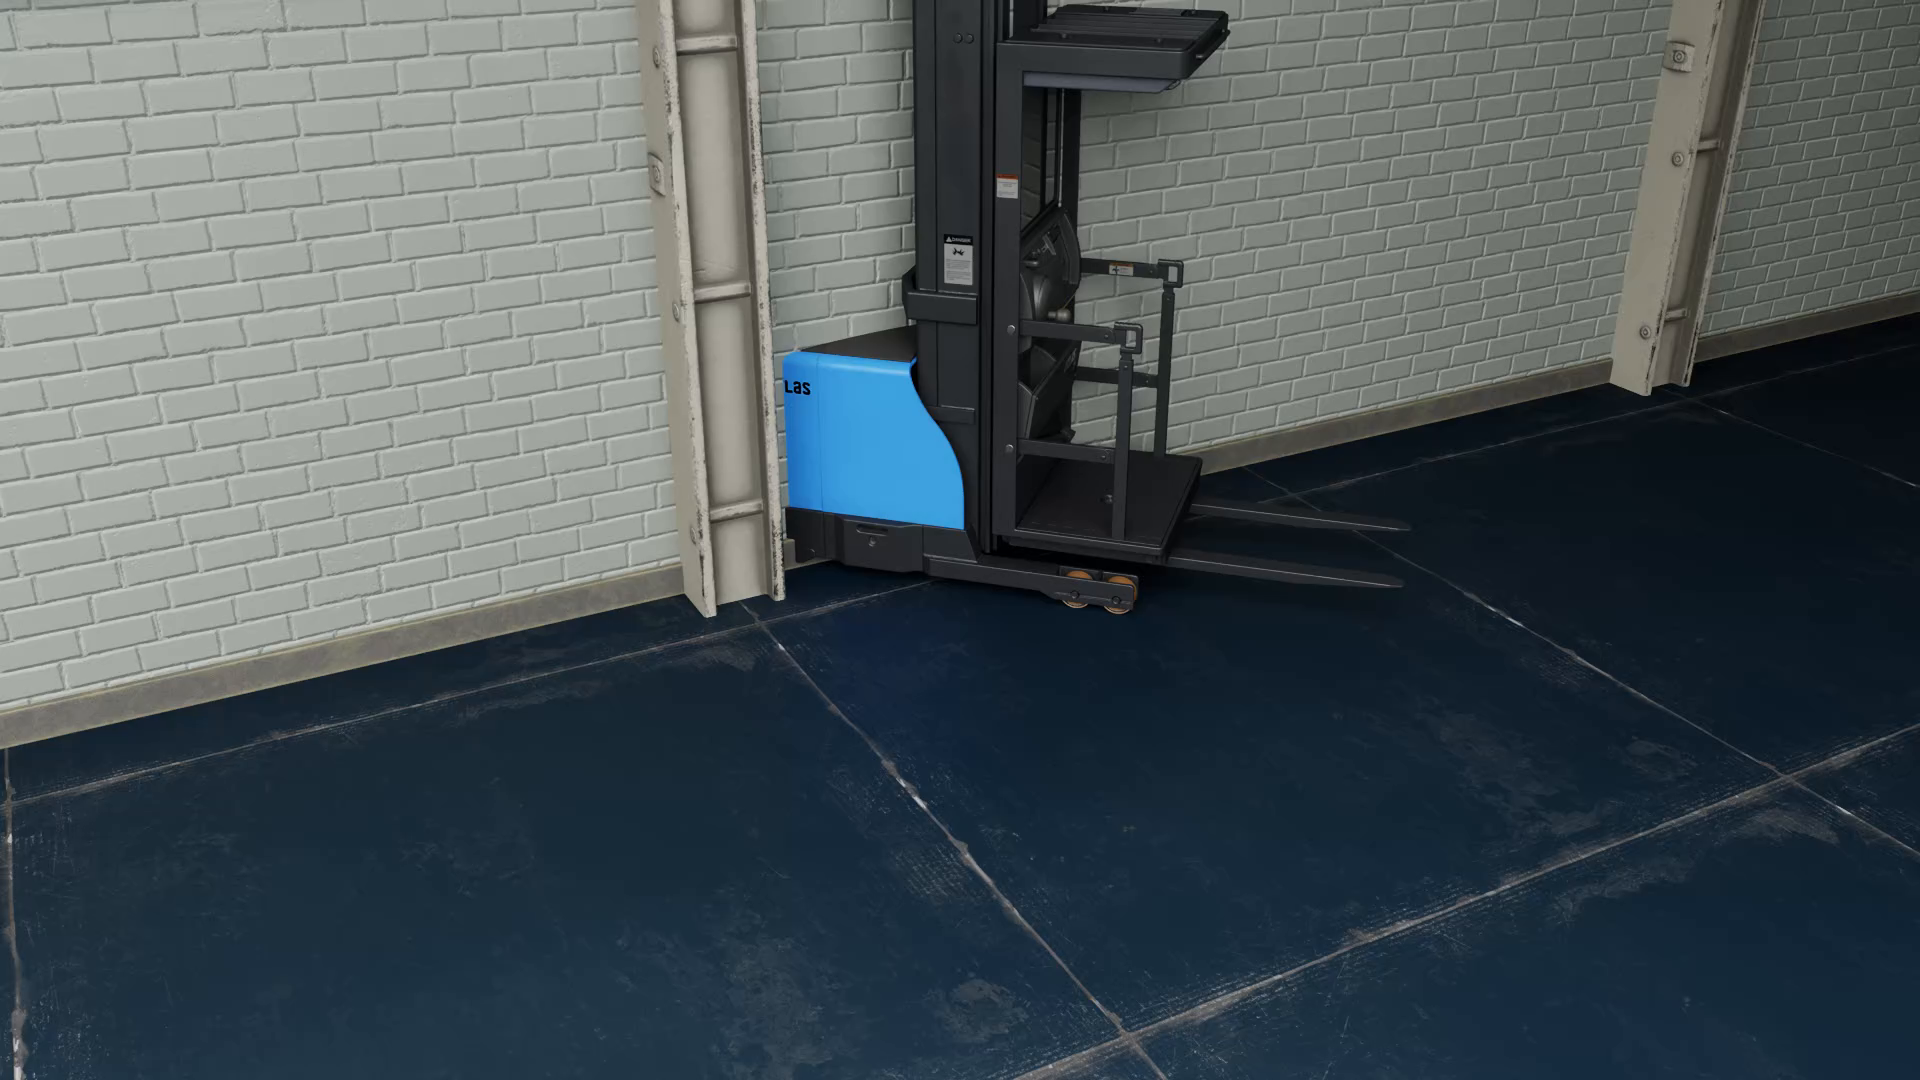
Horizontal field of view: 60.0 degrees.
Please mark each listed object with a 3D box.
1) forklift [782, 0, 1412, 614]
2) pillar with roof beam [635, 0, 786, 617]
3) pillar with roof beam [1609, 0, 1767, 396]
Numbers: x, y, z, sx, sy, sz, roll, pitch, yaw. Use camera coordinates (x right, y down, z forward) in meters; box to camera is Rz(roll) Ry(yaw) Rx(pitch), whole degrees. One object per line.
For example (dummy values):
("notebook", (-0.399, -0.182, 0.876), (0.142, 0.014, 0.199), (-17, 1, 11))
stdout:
("forklift", (0.598, -1.243, 7.453), (3.031, 2.935, 1.130), (7, 27, 15))
("pillar with roof beam", (0.977, -2.160, 2.352), (0.400, 9.000, 9.100), (-13, 29, -25))
("pillar with roof beam", (6.271, -3.382, 4.897), (0.400, 9.000, 9.100), (-13, 29, -25))
